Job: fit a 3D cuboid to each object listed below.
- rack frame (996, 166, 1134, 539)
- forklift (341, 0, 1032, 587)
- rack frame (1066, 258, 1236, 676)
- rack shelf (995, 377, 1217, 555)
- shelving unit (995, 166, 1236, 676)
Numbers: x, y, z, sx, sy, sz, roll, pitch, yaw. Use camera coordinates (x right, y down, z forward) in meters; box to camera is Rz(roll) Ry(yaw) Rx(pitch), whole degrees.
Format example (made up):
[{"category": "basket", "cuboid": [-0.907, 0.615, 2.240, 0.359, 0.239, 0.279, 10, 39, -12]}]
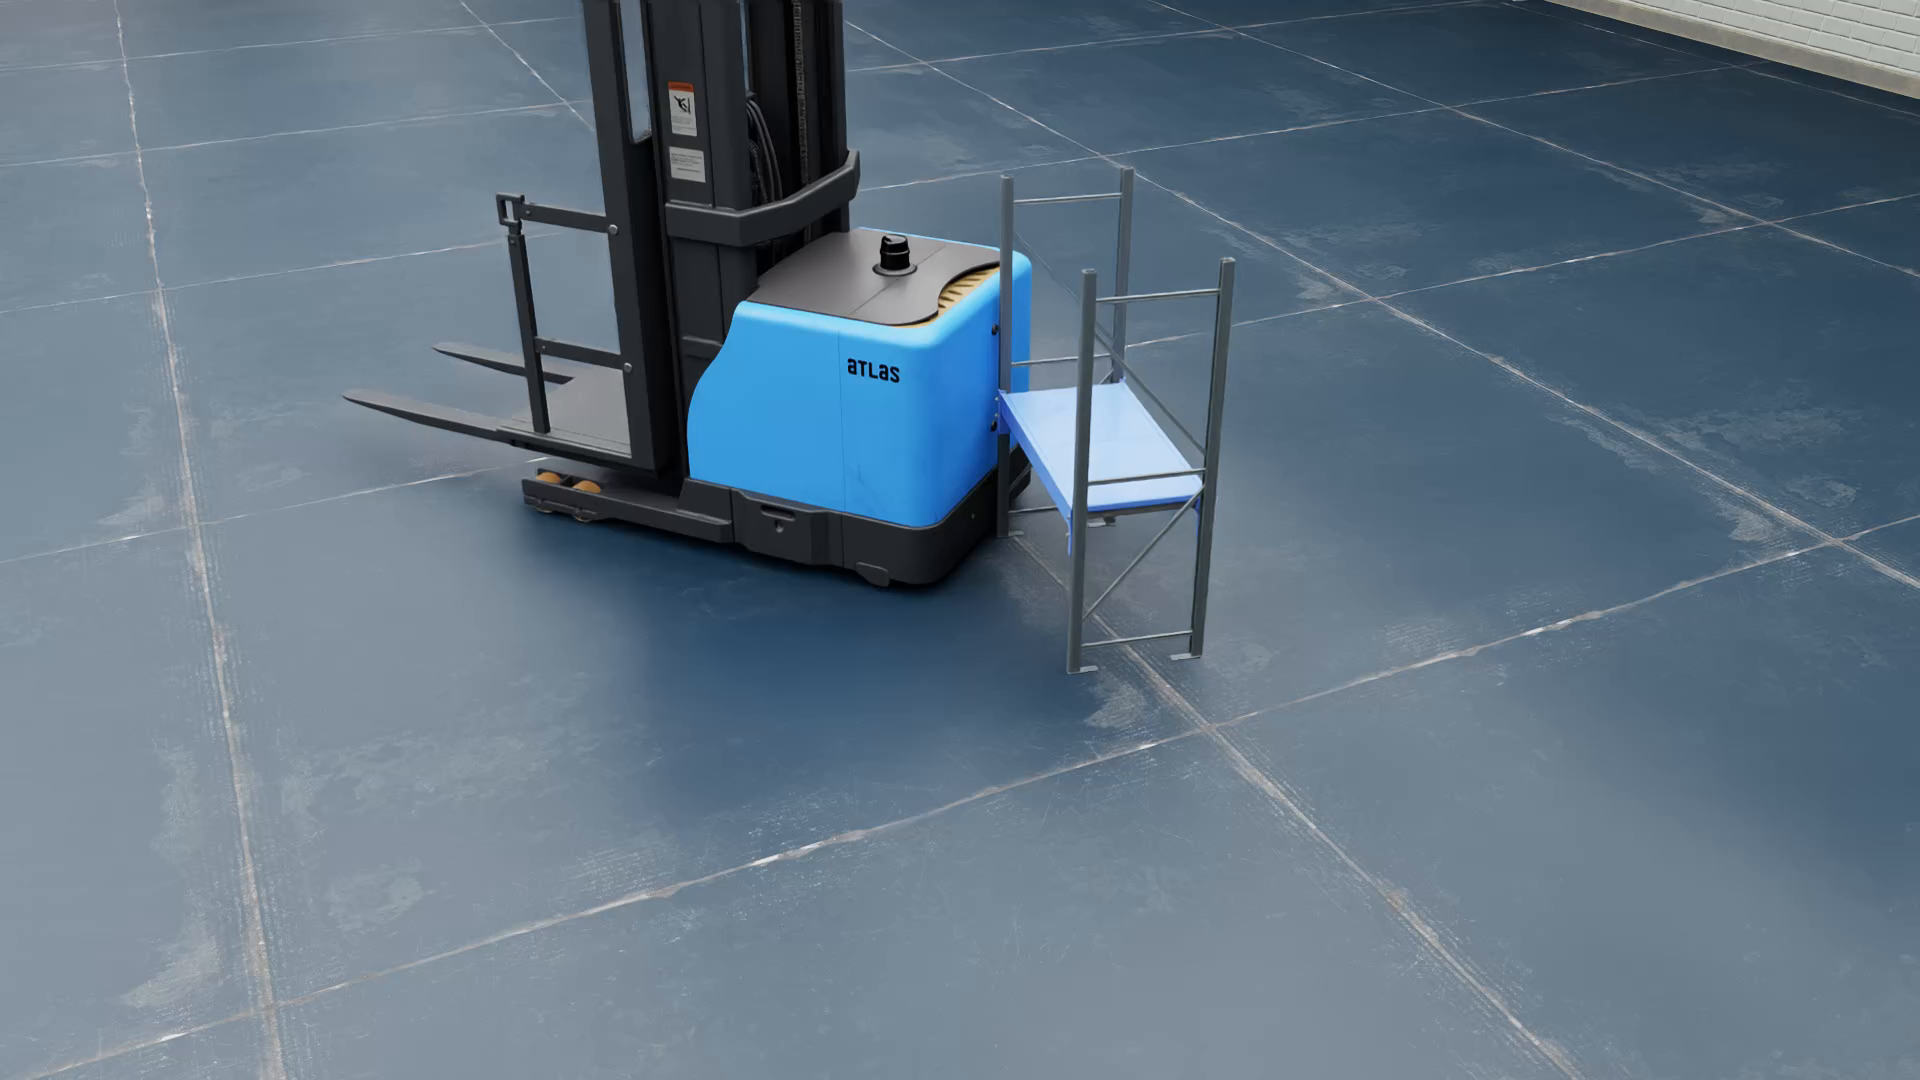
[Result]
[{"category": "rack frame", "cuboid": [0.395, -0.692, 6.451, 0.500, 1.500, 0.032, -6, 30, -11]}, {"category": "forklift", "cuboid": [-1.261, -1.572, 6.557, 3.031, 2.935, 1.130, 13, 32, 21]}, {"category": "rack frame", "cuboid": [0.625, -0.208, 5.588, 0.500, 1.500, 0.032, -6, 30, -11]}, {"category": "rack shelf", "cuboid": [0.510, -0.293, 6.108, 0.538, 0.185, 1.000, -6, 30, -11]}, {"category": "shelving unit", "cuboid": [0.510, -0.450, 6.020, 0.538, 1.500, 1.048, -6, 30, -11]}]
